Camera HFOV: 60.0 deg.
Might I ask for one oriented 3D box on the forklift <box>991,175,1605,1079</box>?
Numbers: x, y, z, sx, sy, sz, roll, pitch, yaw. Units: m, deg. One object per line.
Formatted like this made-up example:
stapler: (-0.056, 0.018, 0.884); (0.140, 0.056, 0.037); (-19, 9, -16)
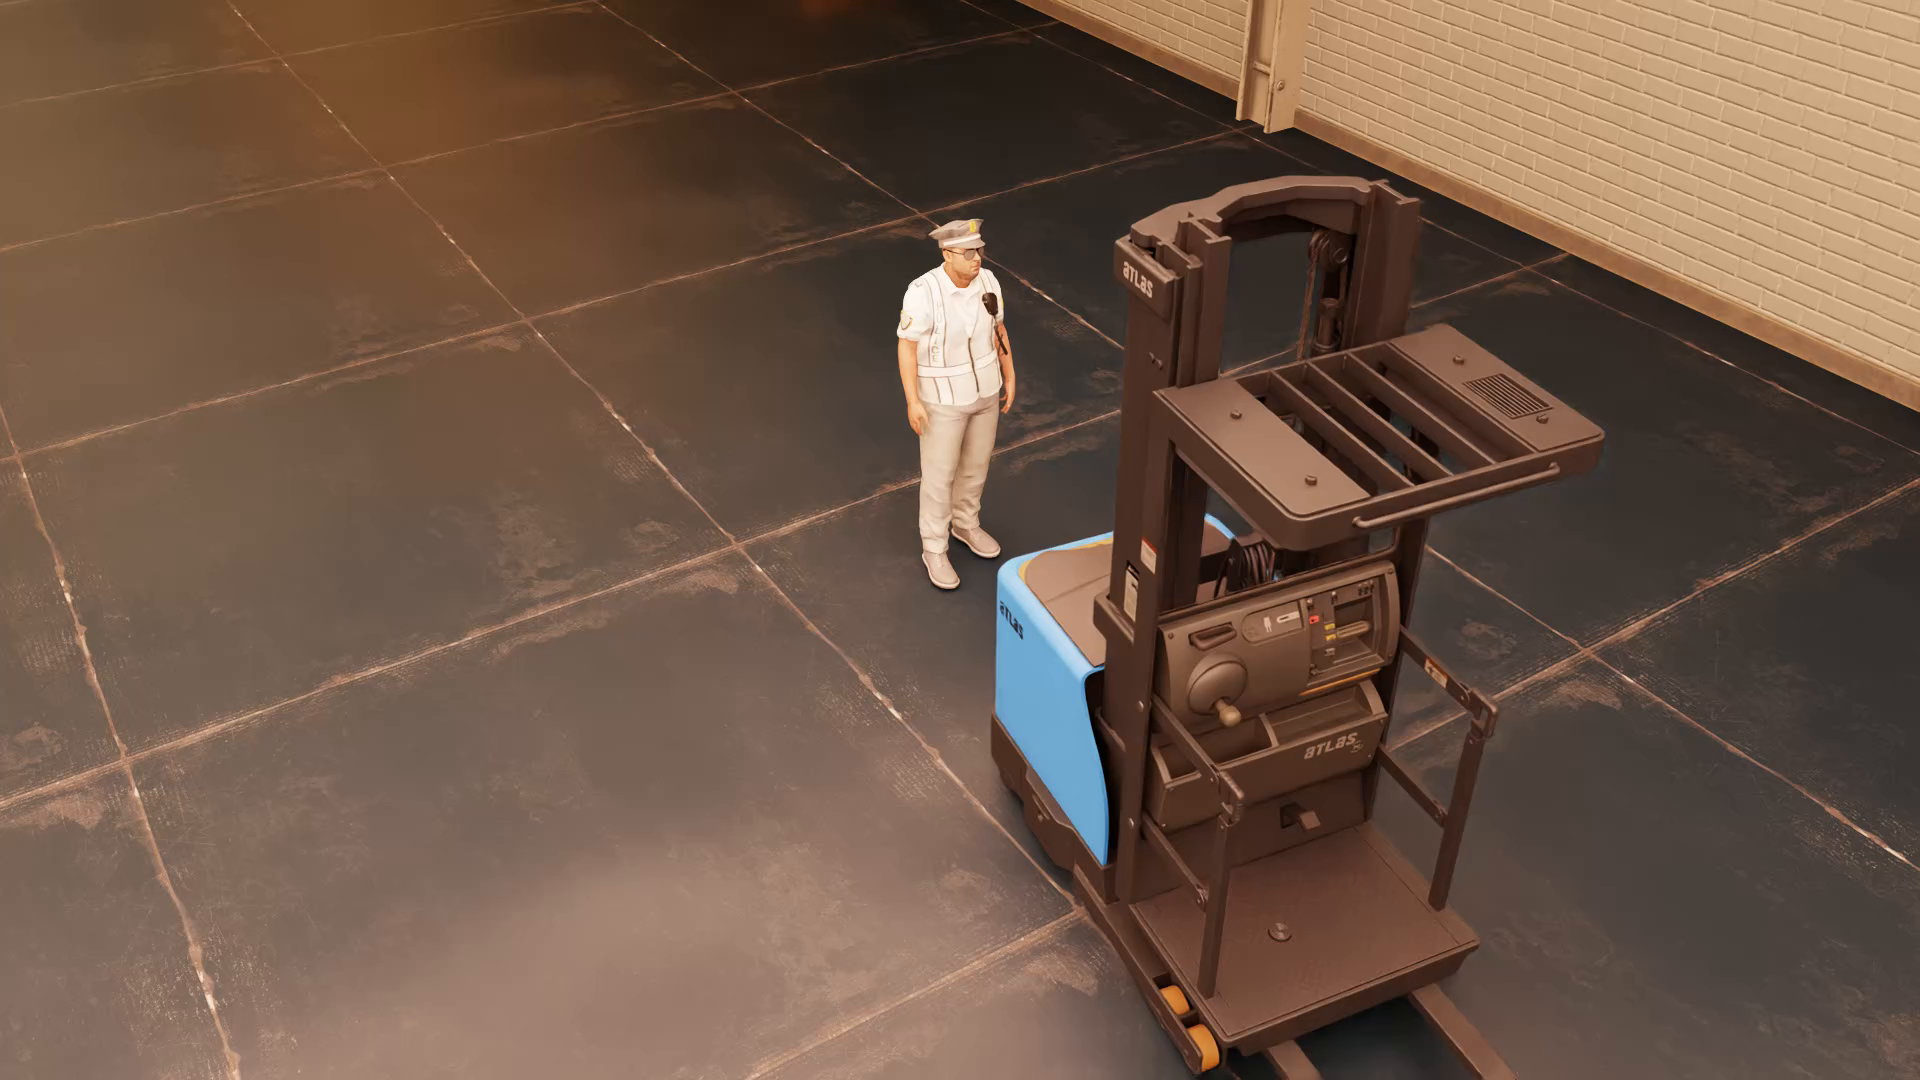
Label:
forklift: (1.199, 0.424, 5.544); (1.130, 2.935, 3.031); (-14, 38, -20)

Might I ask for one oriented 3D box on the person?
person: (0.033, -0.694, 8.121); (0.641, 1.781, 0.574); (-21, 40, -27)
